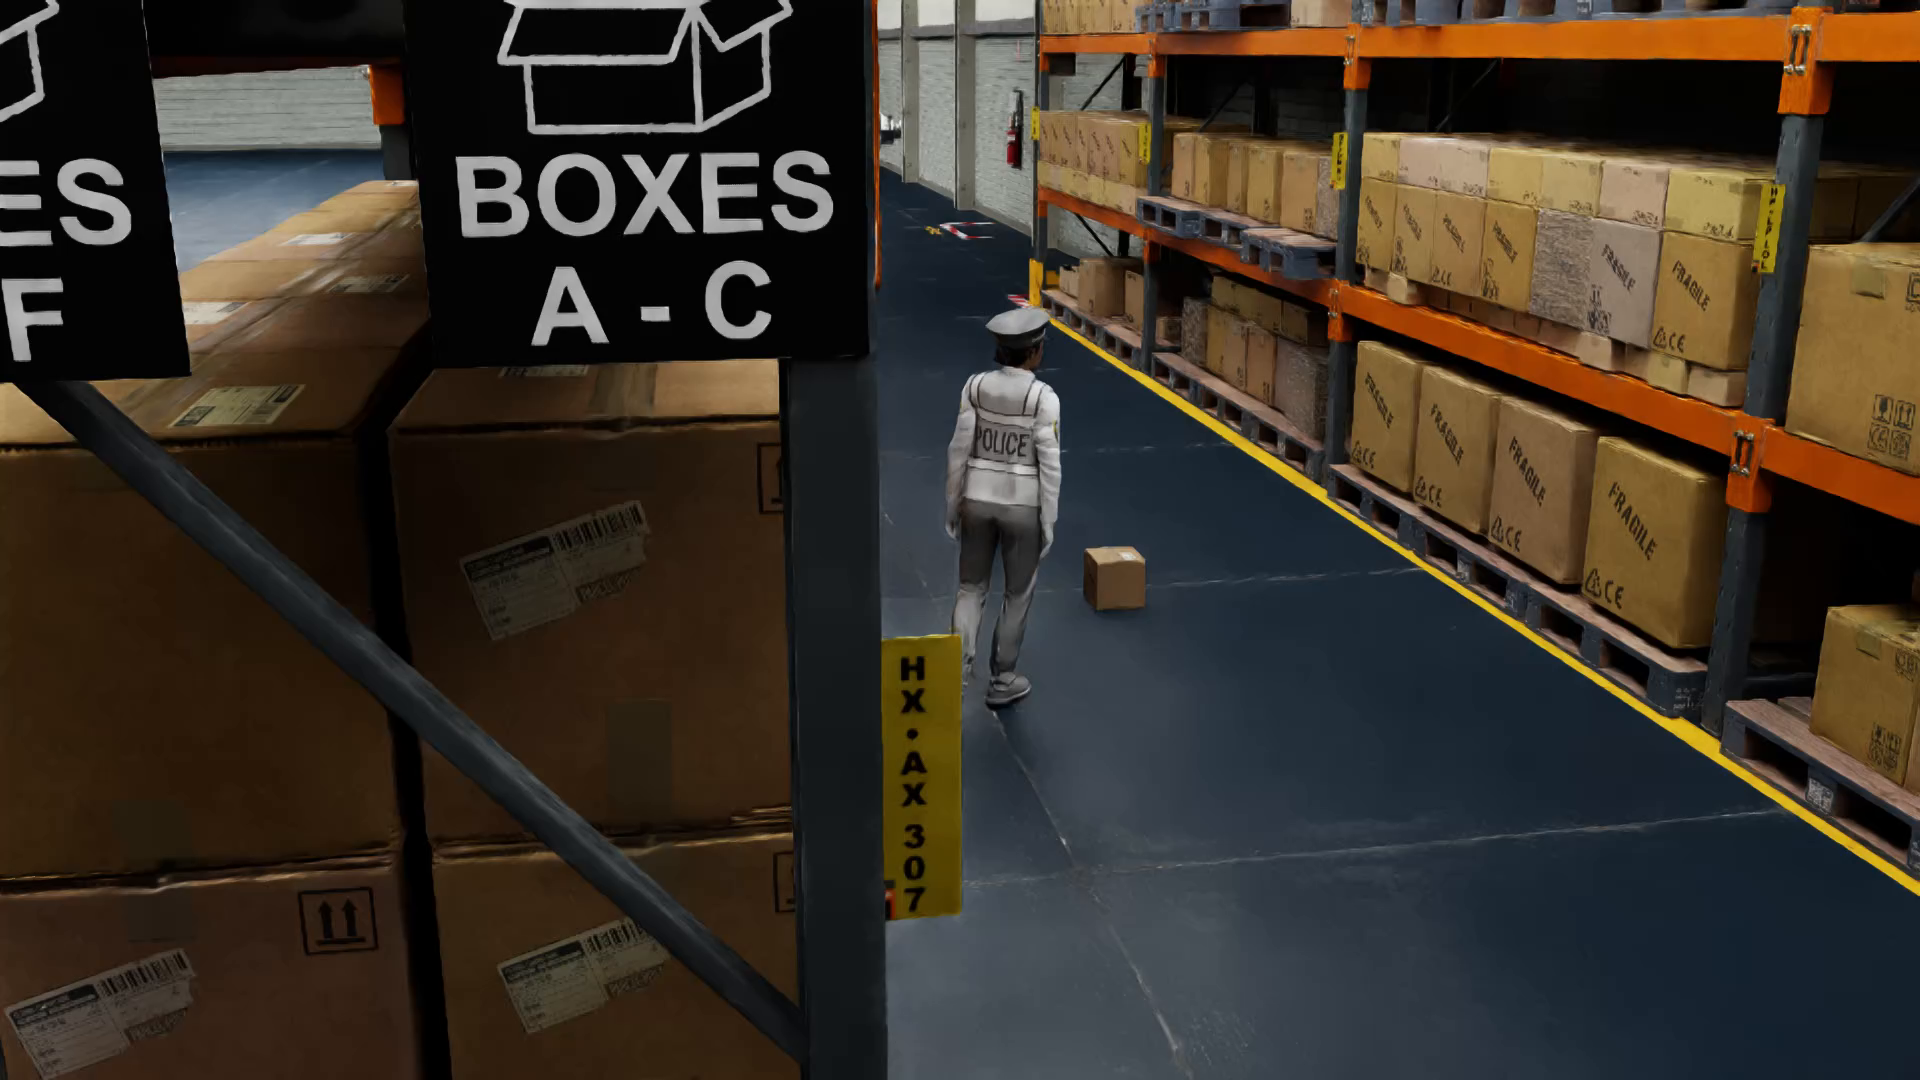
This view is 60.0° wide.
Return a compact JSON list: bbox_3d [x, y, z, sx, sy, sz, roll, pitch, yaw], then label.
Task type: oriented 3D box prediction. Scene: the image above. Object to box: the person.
[{"bbox_3d":[0.160,-0.108,6.873,0.522,1.670,0.502,7,18,23],"label":"person"}]
